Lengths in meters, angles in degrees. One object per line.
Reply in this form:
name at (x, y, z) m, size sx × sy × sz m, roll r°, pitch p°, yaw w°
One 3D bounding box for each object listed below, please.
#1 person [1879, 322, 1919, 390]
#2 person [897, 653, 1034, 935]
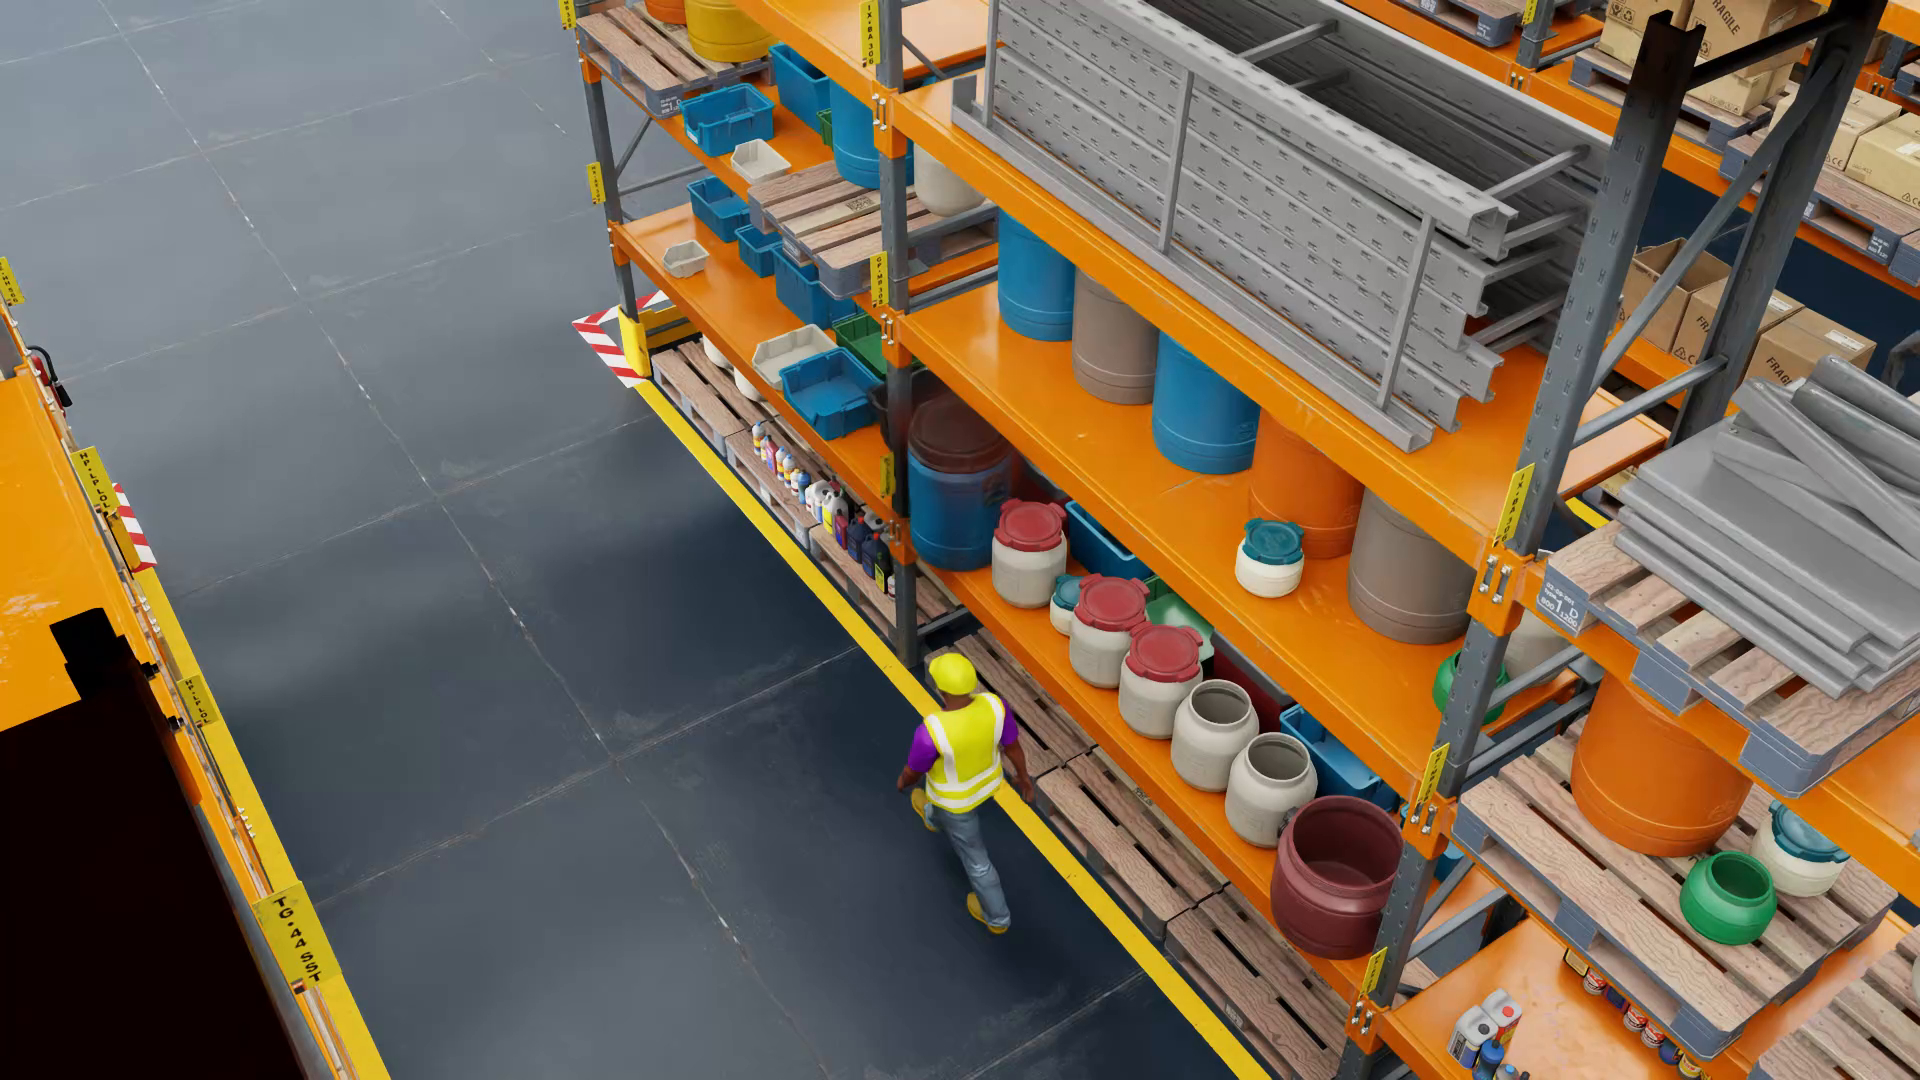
person at (7.302, -1.552, 12.280) m, size 0.889 × 1.542 × 0.397 m, roll 34°, pitch 52°, yaw 31°
person at (-0.043, 1.217, 8.760) m, size 0.595 × 1.694 × 1.067 m, roll -32°, pitch 51°, yaw -30°
